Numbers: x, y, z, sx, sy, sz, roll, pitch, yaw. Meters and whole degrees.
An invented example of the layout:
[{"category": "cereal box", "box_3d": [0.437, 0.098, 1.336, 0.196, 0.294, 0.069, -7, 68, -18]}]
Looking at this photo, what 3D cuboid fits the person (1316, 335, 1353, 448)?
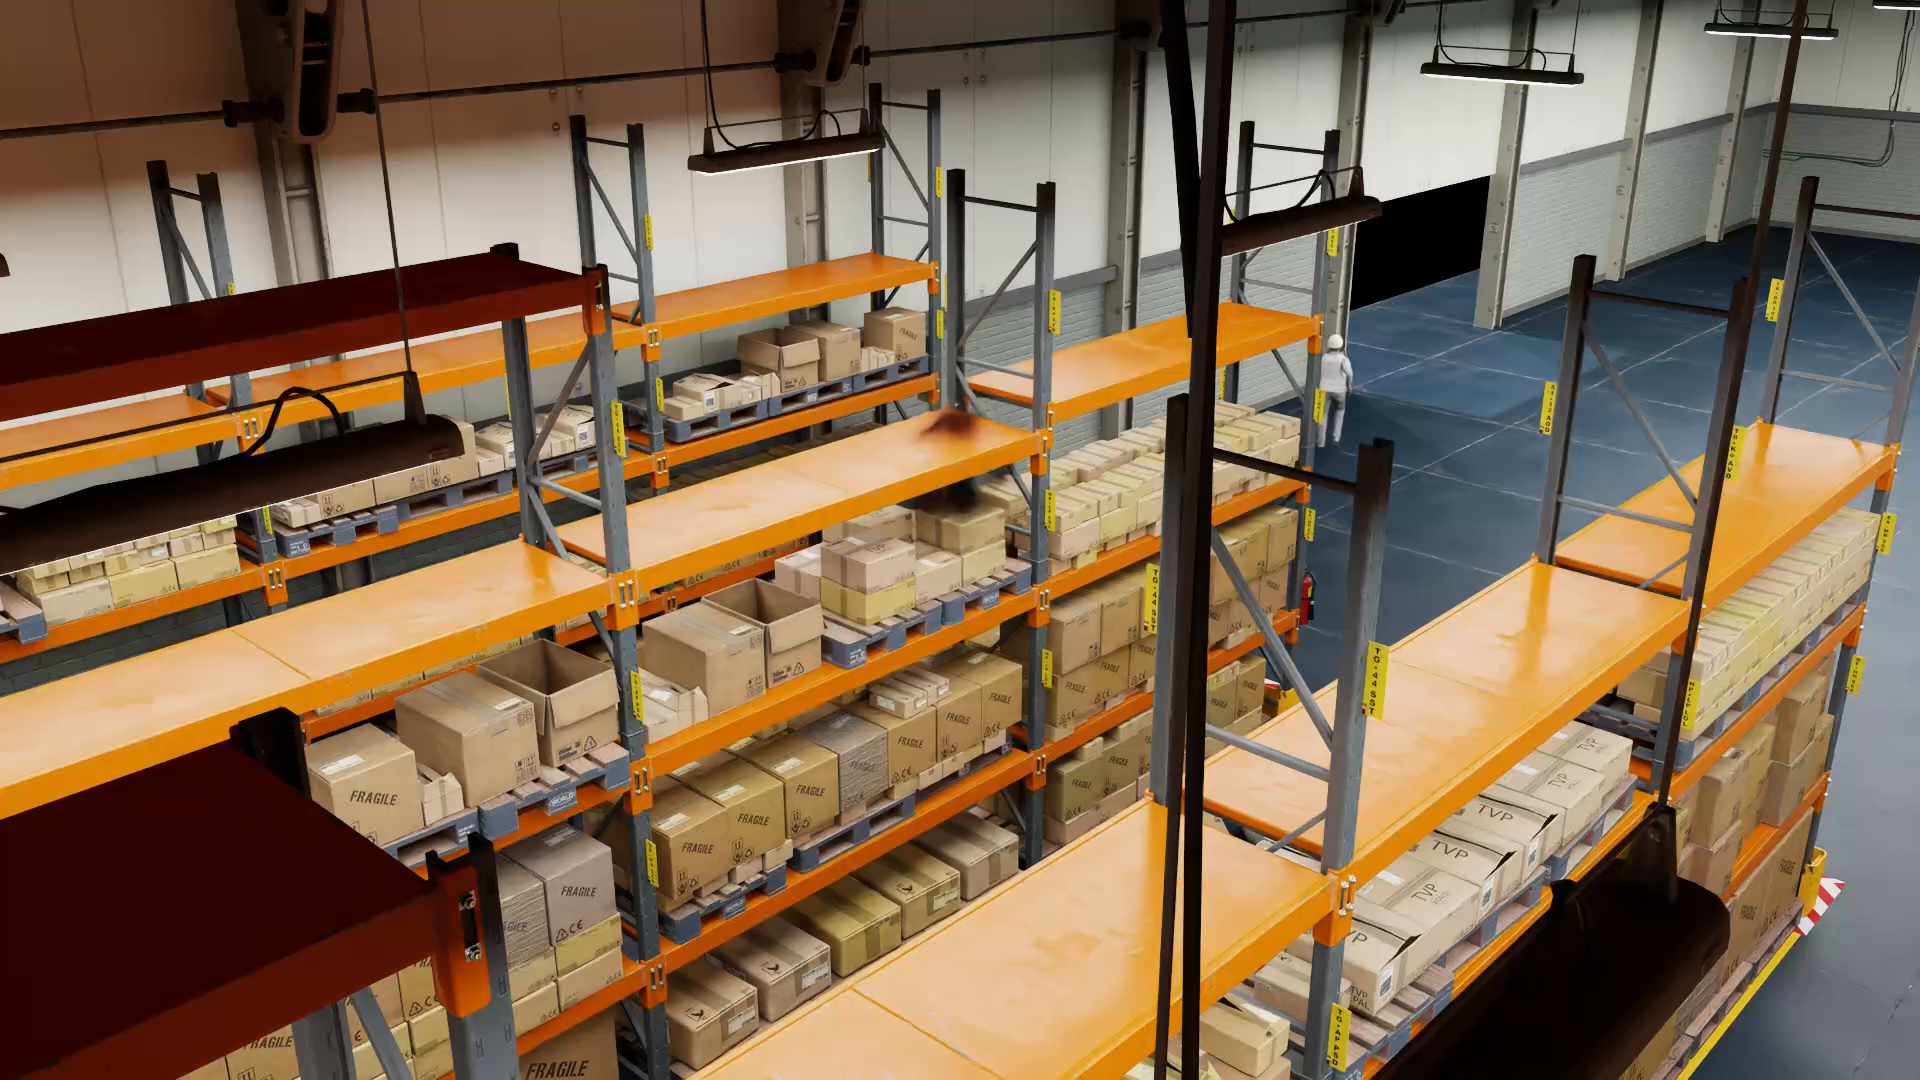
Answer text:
[{"category": "person", "box_3d": [5.672, -2.236, 25.342, 0.625, 1.833, 0.767, 7, 22, 18]}]
